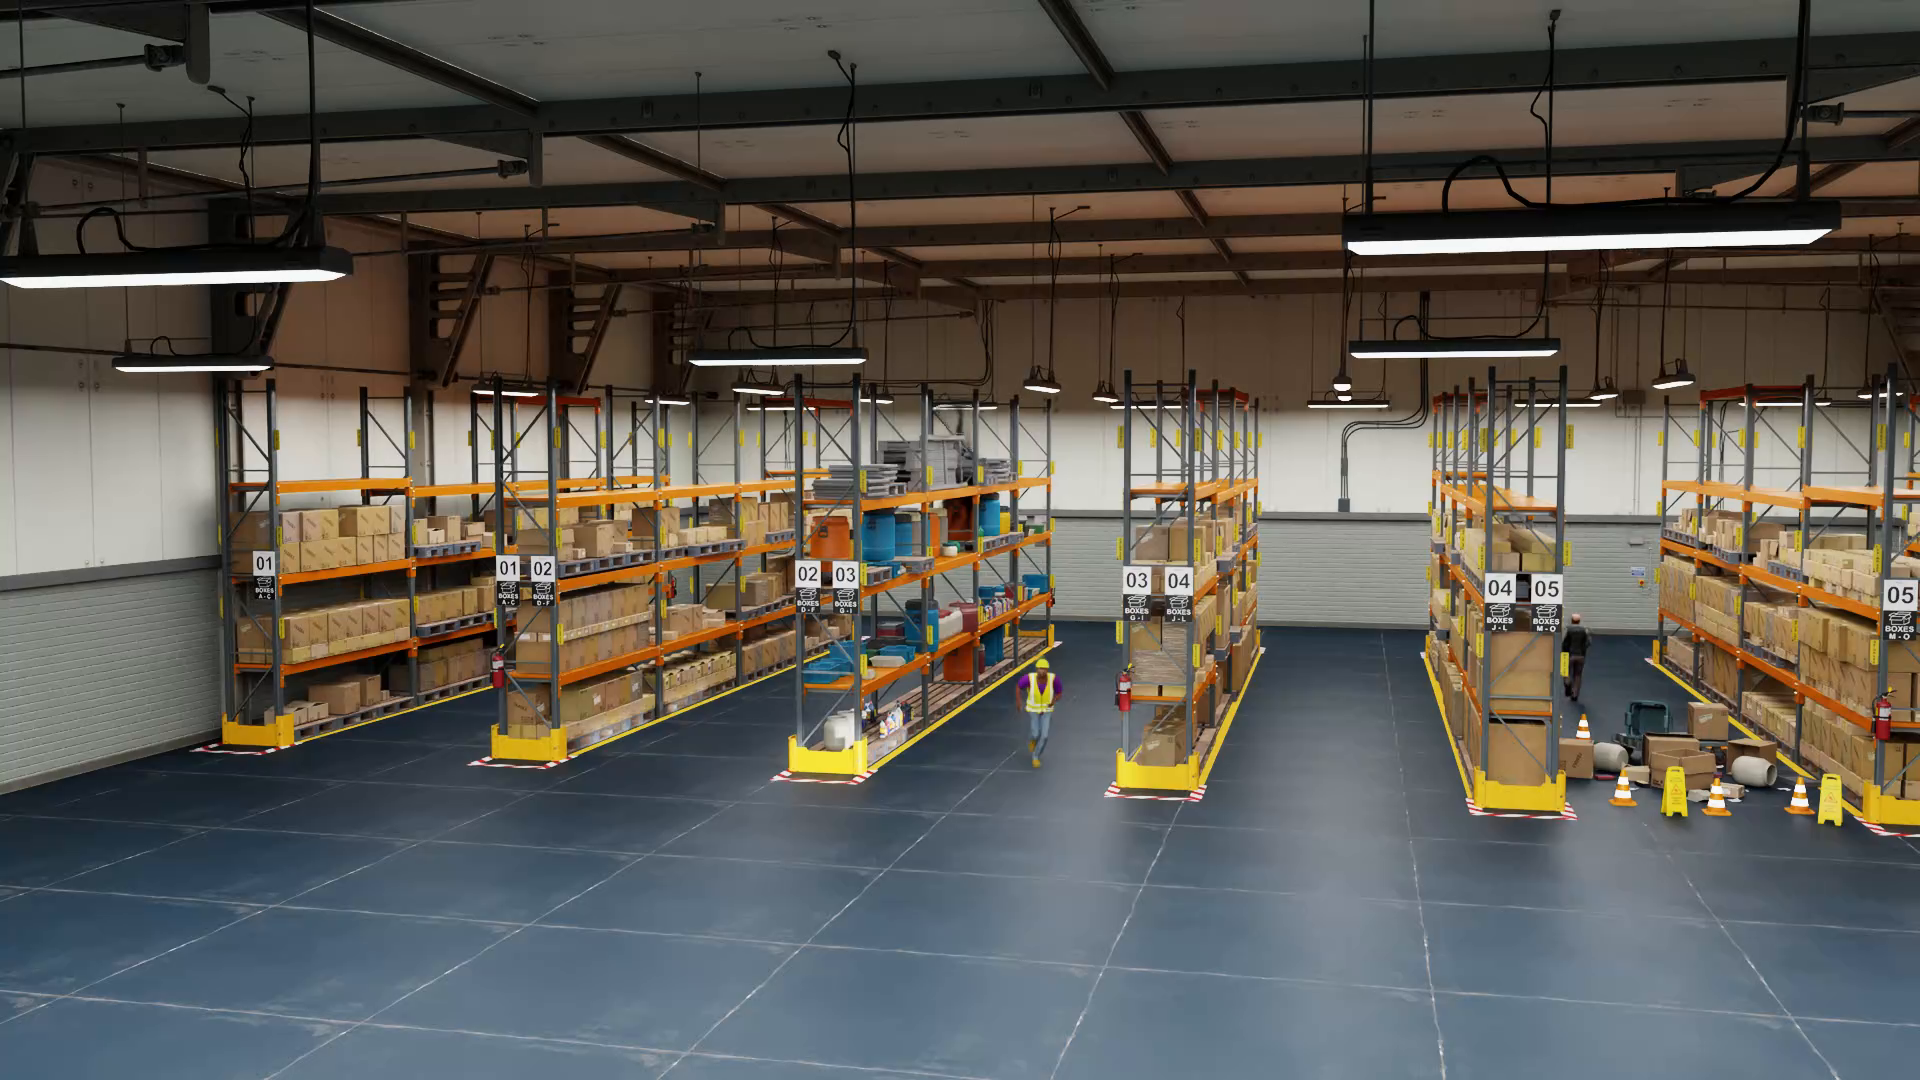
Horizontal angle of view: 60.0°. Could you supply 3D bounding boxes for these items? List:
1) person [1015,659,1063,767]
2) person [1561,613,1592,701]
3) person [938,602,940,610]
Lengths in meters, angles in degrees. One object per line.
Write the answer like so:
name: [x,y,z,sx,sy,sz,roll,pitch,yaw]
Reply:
person: [1.220,2.642,25.507,0.689,1.686,0.736,-1,3,-9]
person: [11.807,2.242,32.030,0.651,1.678,0.566,1,3,11]
person: [-0.704,1.950,37.596,0.577,1.665,0.680,1,4,16]
